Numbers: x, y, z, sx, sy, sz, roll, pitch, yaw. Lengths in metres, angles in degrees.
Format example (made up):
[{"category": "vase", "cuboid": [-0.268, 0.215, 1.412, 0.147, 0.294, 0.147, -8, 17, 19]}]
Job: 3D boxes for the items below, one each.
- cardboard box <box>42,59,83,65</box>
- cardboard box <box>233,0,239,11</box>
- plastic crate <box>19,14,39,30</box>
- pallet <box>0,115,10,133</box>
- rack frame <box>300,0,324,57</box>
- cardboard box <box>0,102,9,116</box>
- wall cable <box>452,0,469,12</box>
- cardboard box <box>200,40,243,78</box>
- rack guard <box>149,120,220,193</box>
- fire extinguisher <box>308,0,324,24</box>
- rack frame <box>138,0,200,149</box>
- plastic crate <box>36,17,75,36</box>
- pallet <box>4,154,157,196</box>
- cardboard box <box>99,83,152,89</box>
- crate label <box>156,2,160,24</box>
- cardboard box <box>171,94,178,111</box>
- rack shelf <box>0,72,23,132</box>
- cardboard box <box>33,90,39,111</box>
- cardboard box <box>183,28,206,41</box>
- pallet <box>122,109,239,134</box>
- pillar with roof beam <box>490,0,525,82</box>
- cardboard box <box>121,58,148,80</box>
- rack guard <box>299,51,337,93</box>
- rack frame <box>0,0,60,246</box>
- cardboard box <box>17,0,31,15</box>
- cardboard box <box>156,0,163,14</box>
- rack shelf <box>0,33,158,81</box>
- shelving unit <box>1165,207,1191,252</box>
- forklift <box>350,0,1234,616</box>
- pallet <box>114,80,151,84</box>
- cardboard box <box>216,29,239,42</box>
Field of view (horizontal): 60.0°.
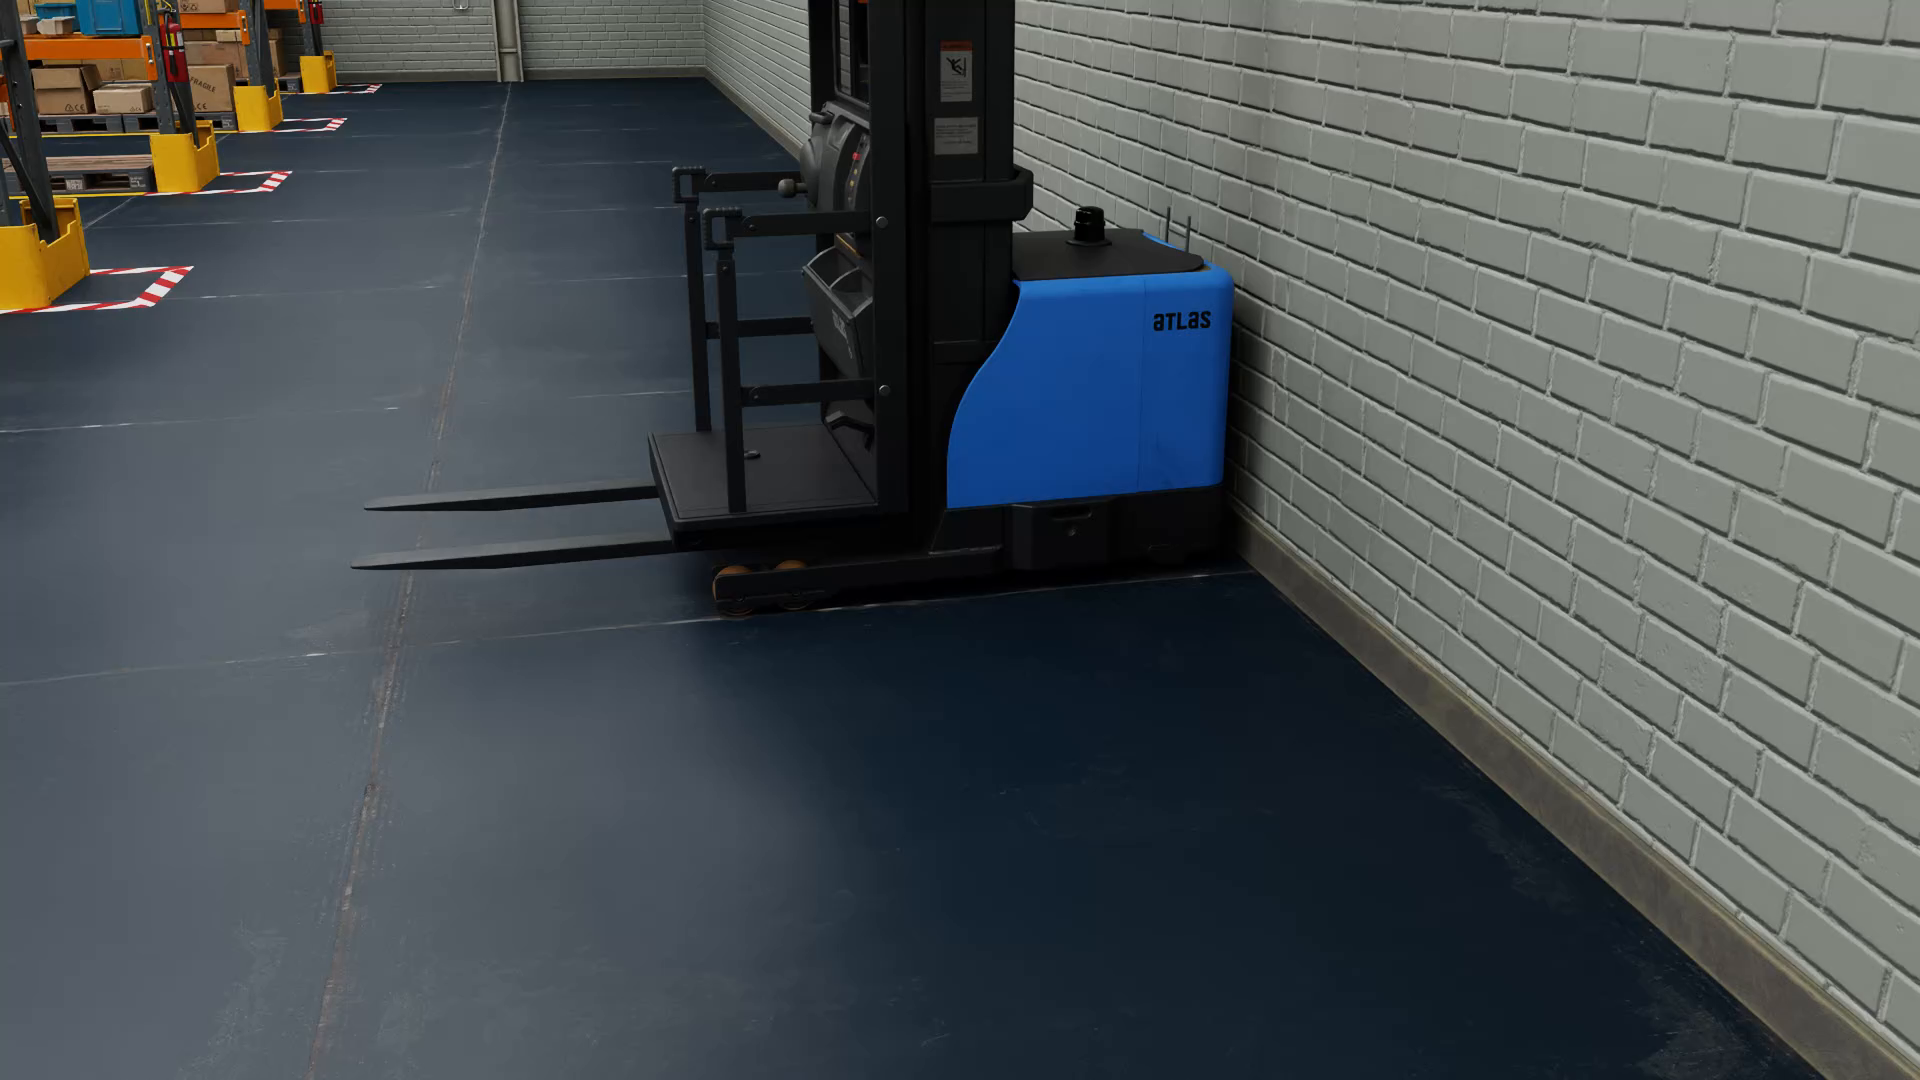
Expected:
[{"category": "cardboard box", "cuboid": [-12.492, -6.716, 23.313, 0.500, 0.500, 0.700, -4, 21, -12]}, {"category": "cardboard box", "cuboid": [-8.699, -6.427, 19.353, 0.500, 0.500, 0.500, -4, 21, -11]}, {"category": "plastic crate", "cuboid": [-8.378, -4.612, 14.841, 0.298, 0.136, 0.250, -5, 21, -12]}, {"category": "pallet", "cuboid": [-11.431, -4.755, 18.988, 1.213, 0.211, 1.003, -5, 21, -12]}, {"category": "rack frame", "cuboid": [-9.350, -7.985, 23.751, 0.127, 3.000, 1.000, -5, 21, -12]}, {"category": "cardboard box", "cuboid": [-10.802, -4.919, 18.862, 0.250, 0.166, 0.380, -5, 21, -12]}, {"category": "wall cable", "cuboid": [-8.322, -8.880, 24.718, 1.851, 1.984, 0.084, -5, 21, -12]}, {"category": "cardboard box", "cuboid": [-10.496, -6.880, 23.758, 0.500, 0.500, 0.700, -5, 21, -13]}, {"category": "rack guard", "cuboid": [-7.050, -3.501, 15.145, 0.348, 0.500, 1.175, -5, 21, -12]}, {"category": "fire extinguisher", "cuboid": [-9.097, -7.631, 23.440, 0.183, 0.674, 0.296, -5, 21, -12]}, {"category": "rack frame", "cuboid": [-7.071, -4.669, 14.698, 0.127, 3.000, 1.000, -5, 21, -12]}, {"category": "plastic crate", "cuboid": [-7.823, -4.448, 14.392, 0.243, 0.136, 0.396, -5, 21, -12]}, {"category": "pallet", "cuboid": [-7.882, -3.307, 15.035, 1.213, 0.211, 1.003, -5, 21, -12]}, {"category": "cardboard box", "cuboid": [-9.774, -5.215, 19.548, 0.500, 0.250, 0.500, -5, 21, -12]}, {"category": "crate label", "cuboid": [-7.387, -4.709, 14.964, 0.303, 0.233, 0.416, -5, 21, -12]}, {"category": "cardboard box", "cuboid": [-9.094, -5.076, 19.289, 0.250, 0.166, 0.380, -5, 21, -12]}, {"category": "rack shelf", "cuboid": [-7.877, -2.515, 9.864, 4.000, 0.370, 1.077, -5, 21, -12]}, {"category": "cardboard box", "cuboid": [-10.881, -5.154, 19.292, 0.500, 0.311, 0.500, -5, 21, -12]}, {"category": "cardboard box", "cuboid": [-10.917, -7.220, 23.745, 0.250, 0.149, 0.380, -4, 21, -12]}, {"category": "pallet", "cuboid": [-9.057, -4.948, 19.516, 1.213, 0.211, 1.003, -5, 21, -12]}, {"category": "pillar with roof beam", "cuboid": [-5.931, -9.864, 20.159, 0.400, 9.000, 9.100, -5, 21, -12]}, {"category": "cardboard box", "cuboid": [-11.502, -6.795, 23.527, 0.500, 0.500, 0.700, -4, 21, -11]}, {"category": "rack guard", "cuboid": [-9.327, -6.813, 24.186, 0.348, 0.500, 1.175, -5, 21, -12]}, {"category": "rack frame", "cuboid": [-5.931, -3.011, 10.172, 0.127, 3.000, 1.000, -5, 21, -12]}, {"category": "cardboard box", "cuboid": [-10.556, -6.087, 18.425, 0.500, 0.500, 0.500, -5, 21, -13]}, {"category": "cardboard box", "cuboid": [-9.084, -6.205, 18.747, 0.500, 0.500, 0.500, -4, 21, -12]}, {"category": "rack shelf", "cuboid": [-9.017, -4.172, 14.390, 4.000, 0.370, 1.077, -5, 21, -12]}, {"category": "shelving unit", "cuboid": [0.875, -0.647, 6.337, 0.189, 1.200, 0.258, -3, 20, -13]}, {"category": "forklift", "cuboid": [-0.610, -1.321, 5.660, 3.031, 2.935, 1.130, -5, 21, -14]}, {"category": "pallet", "cuboid": [-11.295, -6.491, 23.726, 1.213, 0.211, 1.003, -5, 21, -12]}, {"category": "cardboard box", "cuboid": [-10.340, -7.132, 23.505, 0.250, 0.149, 0.380, -4, 21, -11]}]
